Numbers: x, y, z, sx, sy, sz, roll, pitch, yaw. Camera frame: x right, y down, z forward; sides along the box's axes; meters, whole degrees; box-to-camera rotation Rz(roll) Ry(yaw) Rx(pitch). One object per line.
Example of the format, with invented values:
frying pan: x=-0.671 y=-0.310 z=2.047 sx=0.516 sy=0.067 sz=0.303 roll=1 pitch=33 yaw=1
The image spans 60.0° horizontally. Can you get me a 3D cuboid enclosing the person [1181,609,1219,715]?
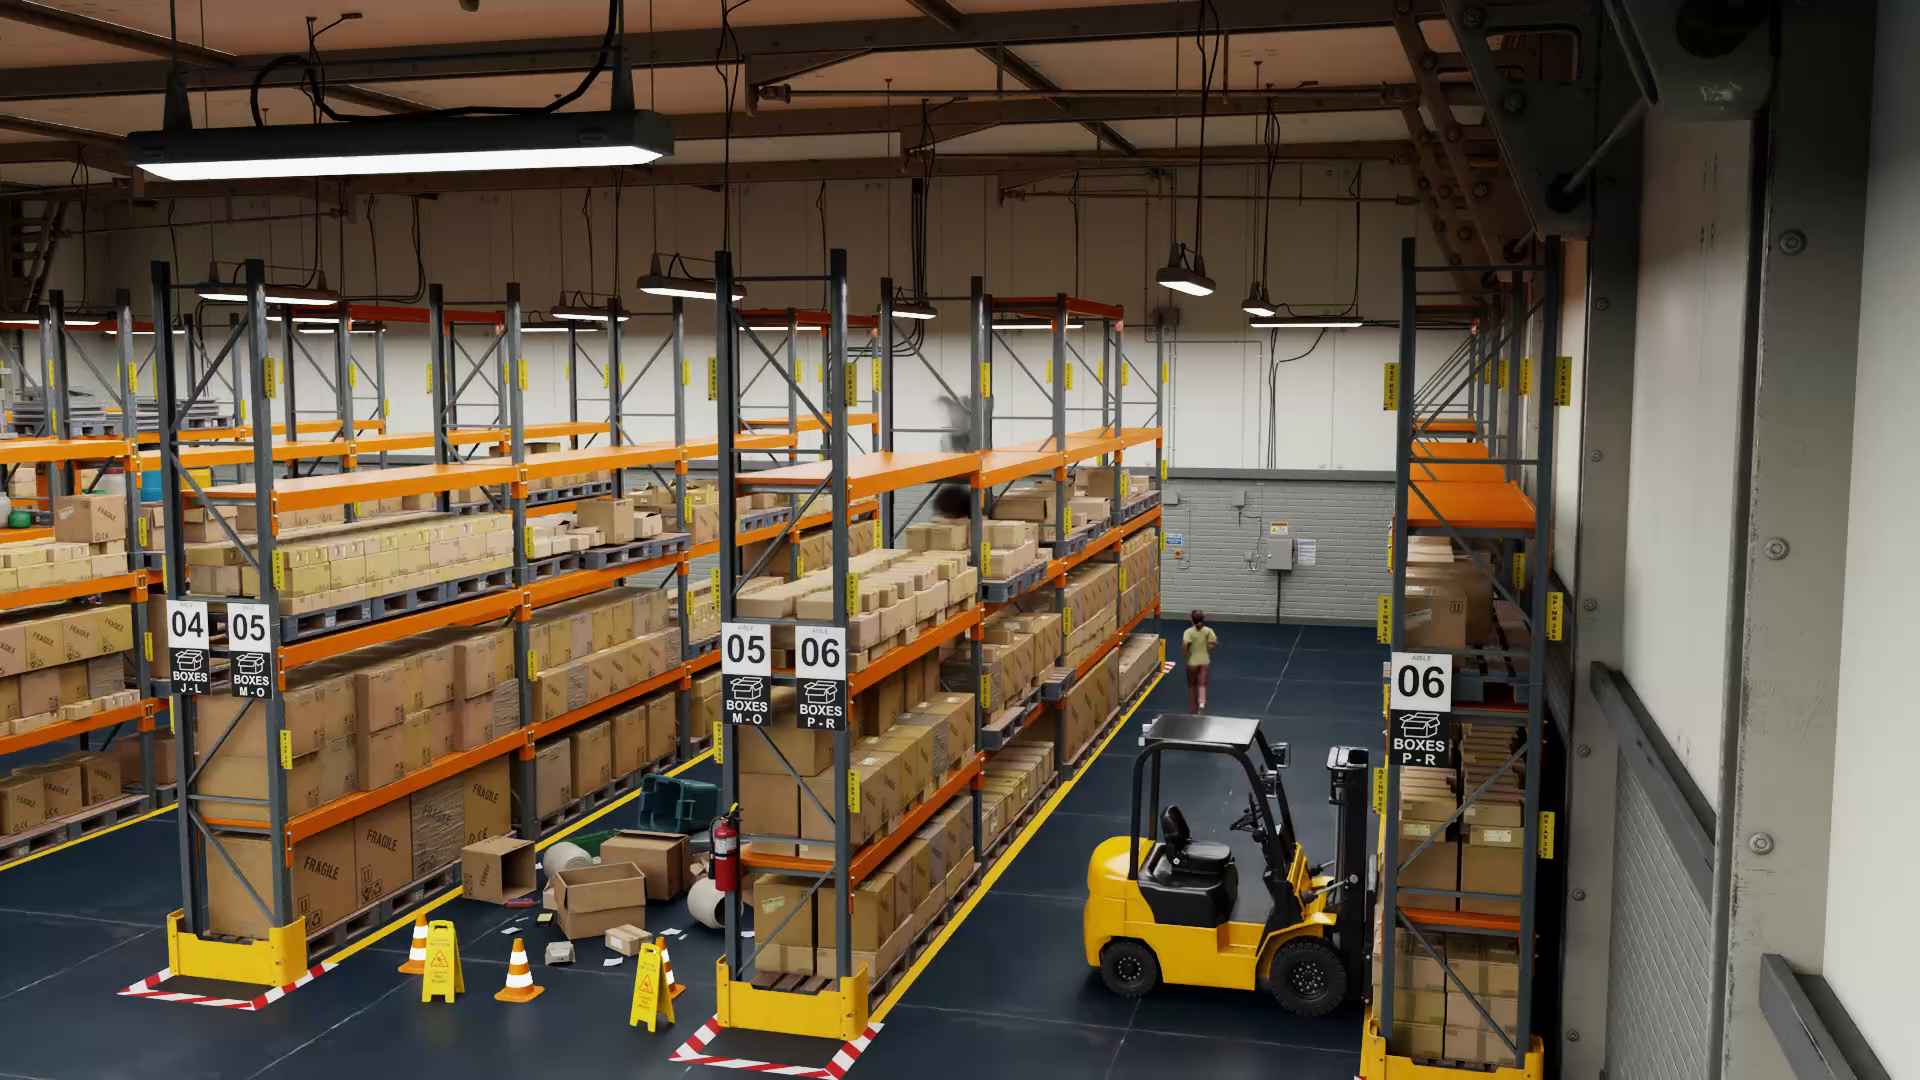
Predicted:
person: x=3.435 y=1.822 z=23.910 sx=0.572 sy=1.670 sz=0.814 roll=-1 pitch=6 yaw=-5
